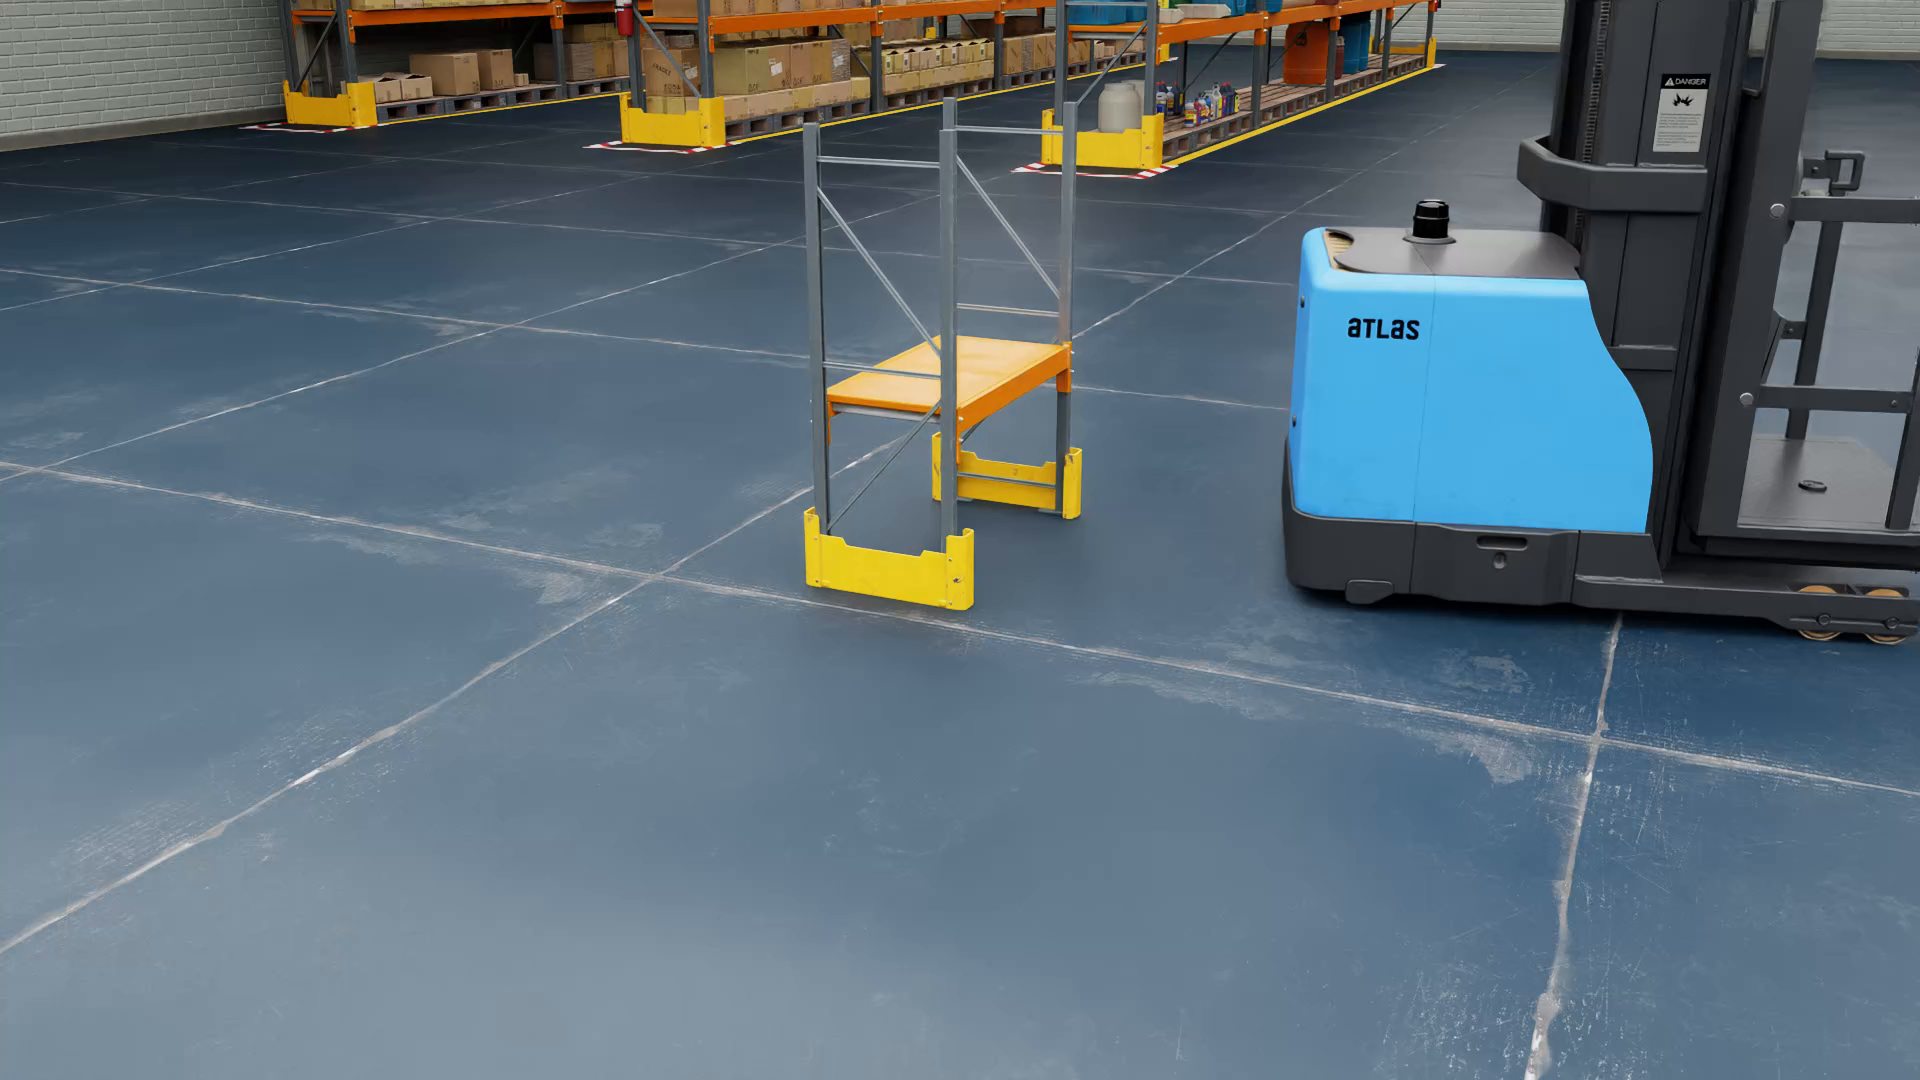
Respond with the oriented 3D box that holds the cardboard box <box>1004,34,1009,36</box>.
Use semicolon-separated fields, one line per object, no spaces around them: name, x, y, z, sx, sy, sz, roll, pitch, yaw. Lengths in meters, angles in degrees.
cardboard box;0.540;-7.710;26.245;0.500;0.500;0.500;8;21;21

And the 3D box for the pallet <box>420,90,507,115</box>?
pallet;-6.741;-5.762;21.855;1.003;0.211;1.213;9;21;23

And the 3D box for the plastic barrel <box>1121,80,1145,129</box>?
plastic barrel;1.805;-4.468;17.143;0.421;0.512;0.421;0;20;0

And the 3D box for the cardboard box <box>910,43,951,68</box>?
cardboard box;-0.454;-6.710;23.000;0.500;0.311;0.500;9;22;24

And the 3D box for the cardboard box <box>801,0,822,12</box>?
cardboard box;-2.074;-6.577;19.836;0.700;0.500;0.500;9;21;24

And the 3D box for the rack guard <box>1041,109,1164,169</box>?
rack guard;1.388;-3.930;16.272;1.175;0.500;0.348;9;21;23

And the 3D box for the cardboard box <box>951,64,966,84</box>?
cardboard box;-0.251;-6.601;23.529;0.500;0.250;0.500;9;22;24

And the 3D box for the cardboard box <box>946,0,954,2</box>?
cardboard box;-0.312;-7.688;23.485;0.380;0.149;0.250;10;22;27

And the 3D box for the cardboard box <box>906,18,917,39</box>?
cardboard box;-1.282;-10.121;33.054;0.700;0.500;0.500;9;21;23

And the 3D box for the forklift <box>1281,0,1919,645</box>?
forklift;2.628;-1.253;5.119;3.031;2.935;1.130;3;20;9

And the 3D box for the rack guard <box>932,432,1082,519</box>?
rack guard;0.173;-0.247;6.289;0.587;0.250;0.087;9;21;23

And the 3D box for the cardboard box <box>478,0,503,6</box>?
cardboard box;-6.321;-7.105;21.665;0.500;0.250;0.500;8;21;22

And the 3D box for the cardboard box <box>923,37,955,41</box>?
cardboard box;-0.324;-7.251;24.520;0.500;0.311;0.500;9;22;25

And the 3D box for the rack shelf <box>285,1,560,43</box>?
rack shelf;-6.819;-6.710;21.432;1.077;0.370;4.000;9;21;23

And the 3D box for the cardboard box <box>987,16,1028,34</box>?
cardboard box;0.762;-8.236;26.606;0.500;0.250;0.500;8;21;22

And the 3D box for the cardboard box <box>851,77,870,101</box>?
cardboard box;-1.470;-5.712;21.030;0.500;0.250;0.500;9;21;23

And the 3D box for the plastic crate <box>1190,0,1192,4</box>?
plastic crate;2.708;-6.129;18.818;0.767;0.338;0.504;9;21;23

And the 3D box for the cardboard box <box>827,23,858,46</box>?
cardboard box;-2.324;-9.340;30.859;0.700;0.500;0.500;9;21;23

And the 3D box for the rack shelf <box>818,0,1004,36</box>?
rack shelf;-0.660;-7.254;22.962;1.077;0.370;4.000;9;21;23

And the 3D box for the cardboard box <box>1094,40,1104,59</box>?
cardboard box;2.166;-8.466;28.653;0.500;0.311;0.500;9;21;23

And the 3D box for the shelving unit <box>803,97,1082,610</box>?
shelving unit;-0.031;-0.683;5.652;0.587;1.500;1.083;9;21;23

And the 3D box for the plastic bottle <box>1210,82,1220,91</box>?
plastic bottle;2.906;-5.043;18.969;0.144;0.351;0.185;9;21;23

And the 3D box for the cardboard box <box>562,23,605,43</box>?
cardboard box;-5.537;-7.405;24.269;0.500;0.250;0.500;8;21;22

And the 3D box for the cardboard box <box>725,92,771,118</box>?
cardboard box;-2.493;-4.948;18.881;0.500;0.250;0.500;9;21;23

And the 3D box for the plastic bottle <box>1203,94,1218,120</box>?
plastic bottle;2.756;-4.782;18.345;0.152;0.276;0.135;9;21;24

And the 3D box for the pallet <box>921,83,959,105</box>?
pallet;-0.715;-6.272;23.291;1.003;0.211;1.213;9;21;23

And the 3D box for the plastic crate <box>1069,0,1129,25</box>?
plastic crate;1.332;-5.202;16.341;0.499;0.251;0.616;9;21;23

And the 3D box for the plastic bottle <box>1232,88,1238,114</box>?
plastic bottle;3.142;-5.036;19.049;0.061;0.283;0.133;10;22;25

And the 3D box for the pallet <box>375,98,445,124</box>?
pallet;-7.242;-5.390;20.810;1.003;0.211;1.213;9;21;23

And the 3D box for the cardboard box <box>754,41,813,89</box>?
cardboard box;-2.078;-5.606;19.613;0.500;0.500;0.500;9;21;23

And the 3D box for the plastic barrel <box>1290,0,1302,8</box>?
plastic barrel;4.108;-6.983;20.926;0.433;0.535;0.433;0;20;0

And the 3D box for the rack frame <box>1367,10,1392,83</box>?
rack frame;6.314;-8.746;26.085;1.000;3.000;0.127;9;21;23

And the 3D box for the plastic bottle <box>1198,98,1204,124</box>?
plastic bottle;2.567;-4.616;17.886;0.097;0.271;0.097;0;20;0

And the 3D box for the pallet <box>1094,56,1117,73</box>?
pallet;2.079;-8.323;29.056;1.003;0.211;1.213;9;21;23

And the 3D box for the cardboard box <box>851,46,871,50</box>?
cardboard box;-1.368;-6.471;22.327;0.500;0.311;0.500;9;22;24

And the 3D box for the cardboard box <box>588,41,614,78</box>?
cardboard box;-5.548;-7.082;24.478;0.700;0.500;0.500;8;21;22

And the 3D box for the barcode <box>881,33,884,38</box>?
barcode;-0.995;-6.484;21.366;0.001;0.075;0.075;9;21;23

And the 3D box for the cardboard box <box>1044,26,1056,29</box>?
cardboard box;1.771;-8.669;28.944;0.500;0.500;0.500;9;21;23

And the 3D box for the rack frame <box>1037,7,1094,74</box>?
rack frame;1.797;-9.427;27.999;1.000;3.000;0.127;9;21;23

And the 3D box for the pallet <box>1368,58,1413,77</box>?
pallet;7.078;-8.037;28.252;1.003;0.211;1.213;9;21;23

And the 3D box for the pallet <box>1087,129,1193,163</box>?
pallet;1.726;-4.041;17.017;1.003;0.211;1.213;9;21;23

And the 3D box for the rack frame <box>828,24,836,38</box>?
rack frame;-2.724;-10.105;29.907;1.000;3.000;0.127;9;21;23

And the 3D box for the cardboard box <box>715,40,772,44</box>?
cardboard box;-2.567;-5.679;19.819;0.500;0.500;0.500;9;21;23

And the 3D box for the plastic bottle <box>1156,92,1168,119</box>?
plastic bottle;2.223;-4.834;18.494;0.152;0.276;0.135;9;21;23

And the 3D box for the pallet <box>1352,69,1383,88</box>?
pallet;5.960;-7.202;25.905;1.003;0.211;1.213;9;21;23

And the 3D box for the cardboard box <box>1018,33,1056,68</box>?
cardboard box;1.234;-7.807;26.519;0.500;0.500;0.500;8;21;21

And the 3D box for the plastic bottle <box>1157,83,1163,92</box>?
plastic bottle;2.252;-5.012;18.882;0.144;0.351;0.185;8;21;20

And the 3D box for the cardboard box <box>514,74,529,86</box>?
cardboard box;-6.192;-6.365;22.960;0.380;0.166;0.250;6;20;16
